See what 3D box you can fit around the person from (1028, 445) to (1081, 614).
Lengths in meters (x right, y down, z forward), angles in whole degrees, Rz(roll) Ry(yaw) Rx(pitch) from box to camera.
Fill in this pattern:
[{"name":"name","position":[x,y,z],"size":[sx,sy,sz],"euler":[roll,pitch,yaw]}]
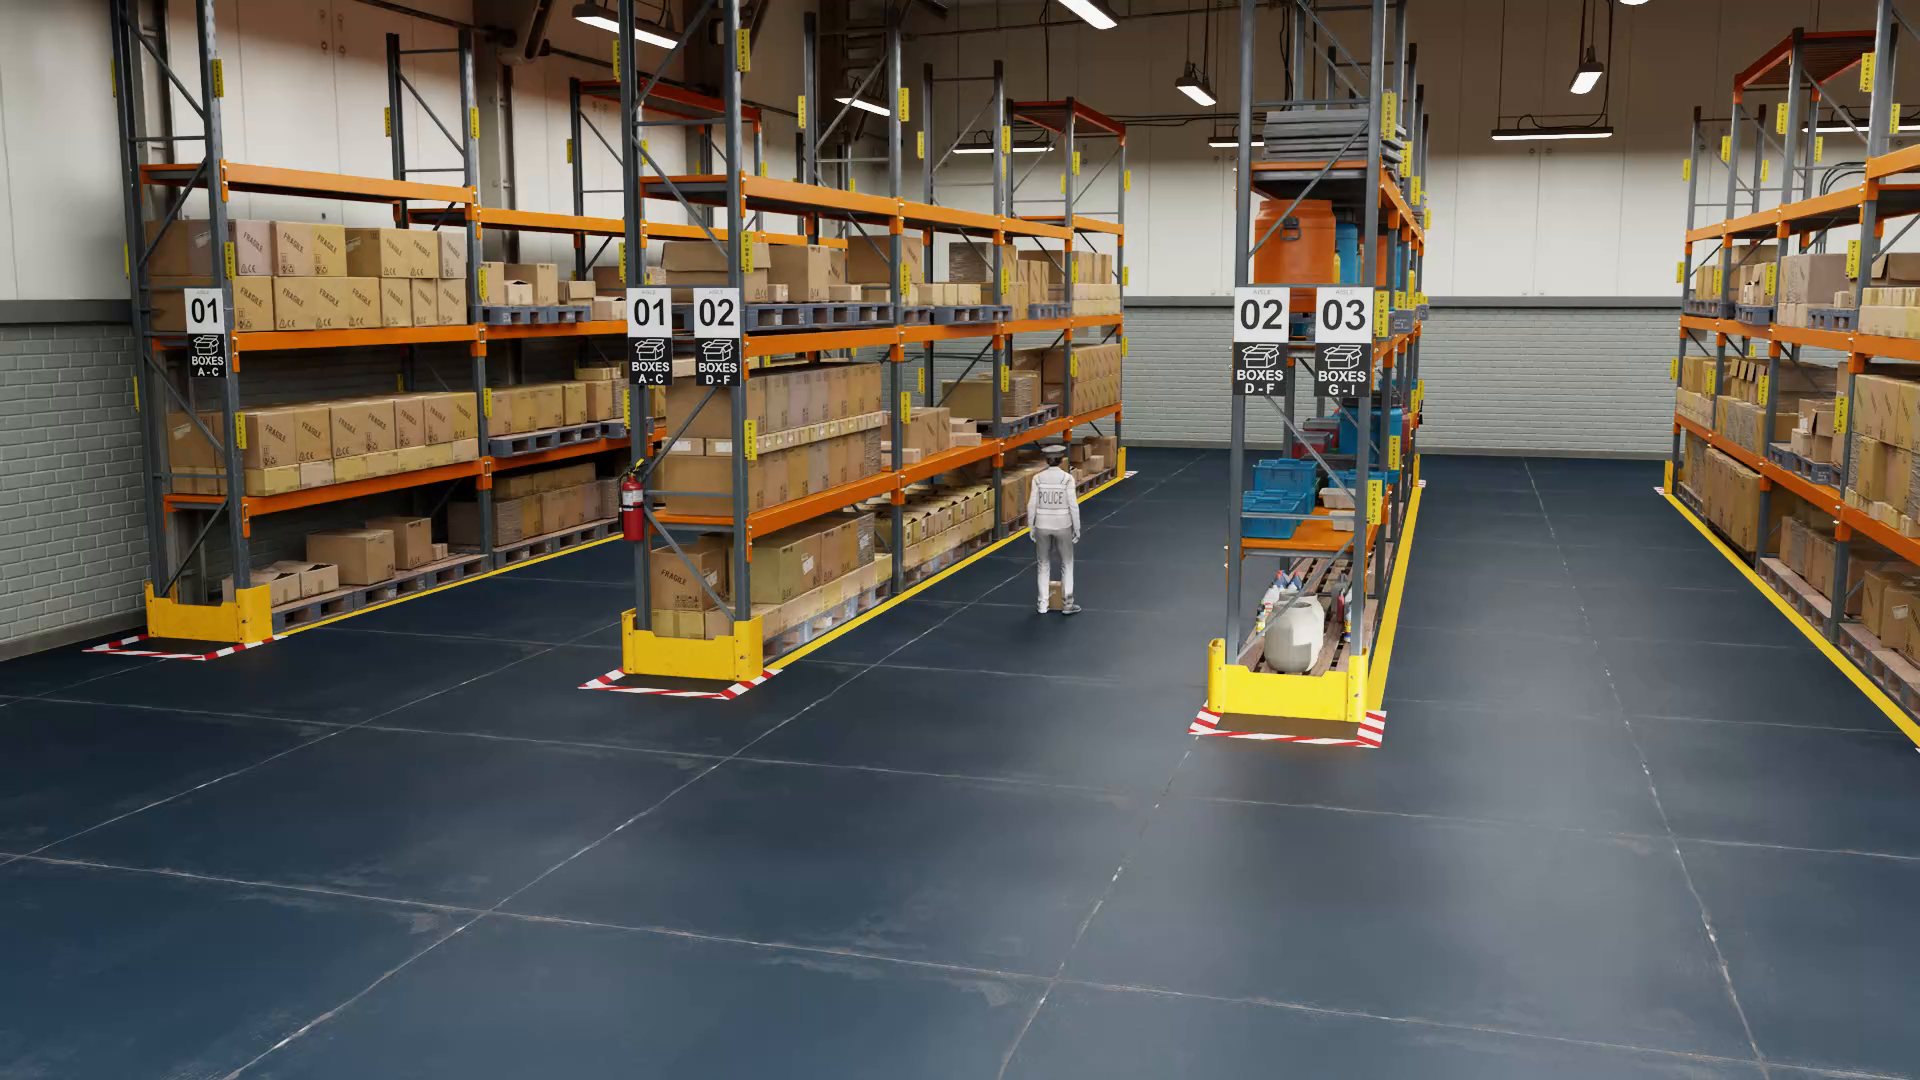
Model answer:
[{"name":"person","position":[0.934,-0.102,16.509],"size":[0.529,1.664,0.372],"euler":[3,9,16]}]
